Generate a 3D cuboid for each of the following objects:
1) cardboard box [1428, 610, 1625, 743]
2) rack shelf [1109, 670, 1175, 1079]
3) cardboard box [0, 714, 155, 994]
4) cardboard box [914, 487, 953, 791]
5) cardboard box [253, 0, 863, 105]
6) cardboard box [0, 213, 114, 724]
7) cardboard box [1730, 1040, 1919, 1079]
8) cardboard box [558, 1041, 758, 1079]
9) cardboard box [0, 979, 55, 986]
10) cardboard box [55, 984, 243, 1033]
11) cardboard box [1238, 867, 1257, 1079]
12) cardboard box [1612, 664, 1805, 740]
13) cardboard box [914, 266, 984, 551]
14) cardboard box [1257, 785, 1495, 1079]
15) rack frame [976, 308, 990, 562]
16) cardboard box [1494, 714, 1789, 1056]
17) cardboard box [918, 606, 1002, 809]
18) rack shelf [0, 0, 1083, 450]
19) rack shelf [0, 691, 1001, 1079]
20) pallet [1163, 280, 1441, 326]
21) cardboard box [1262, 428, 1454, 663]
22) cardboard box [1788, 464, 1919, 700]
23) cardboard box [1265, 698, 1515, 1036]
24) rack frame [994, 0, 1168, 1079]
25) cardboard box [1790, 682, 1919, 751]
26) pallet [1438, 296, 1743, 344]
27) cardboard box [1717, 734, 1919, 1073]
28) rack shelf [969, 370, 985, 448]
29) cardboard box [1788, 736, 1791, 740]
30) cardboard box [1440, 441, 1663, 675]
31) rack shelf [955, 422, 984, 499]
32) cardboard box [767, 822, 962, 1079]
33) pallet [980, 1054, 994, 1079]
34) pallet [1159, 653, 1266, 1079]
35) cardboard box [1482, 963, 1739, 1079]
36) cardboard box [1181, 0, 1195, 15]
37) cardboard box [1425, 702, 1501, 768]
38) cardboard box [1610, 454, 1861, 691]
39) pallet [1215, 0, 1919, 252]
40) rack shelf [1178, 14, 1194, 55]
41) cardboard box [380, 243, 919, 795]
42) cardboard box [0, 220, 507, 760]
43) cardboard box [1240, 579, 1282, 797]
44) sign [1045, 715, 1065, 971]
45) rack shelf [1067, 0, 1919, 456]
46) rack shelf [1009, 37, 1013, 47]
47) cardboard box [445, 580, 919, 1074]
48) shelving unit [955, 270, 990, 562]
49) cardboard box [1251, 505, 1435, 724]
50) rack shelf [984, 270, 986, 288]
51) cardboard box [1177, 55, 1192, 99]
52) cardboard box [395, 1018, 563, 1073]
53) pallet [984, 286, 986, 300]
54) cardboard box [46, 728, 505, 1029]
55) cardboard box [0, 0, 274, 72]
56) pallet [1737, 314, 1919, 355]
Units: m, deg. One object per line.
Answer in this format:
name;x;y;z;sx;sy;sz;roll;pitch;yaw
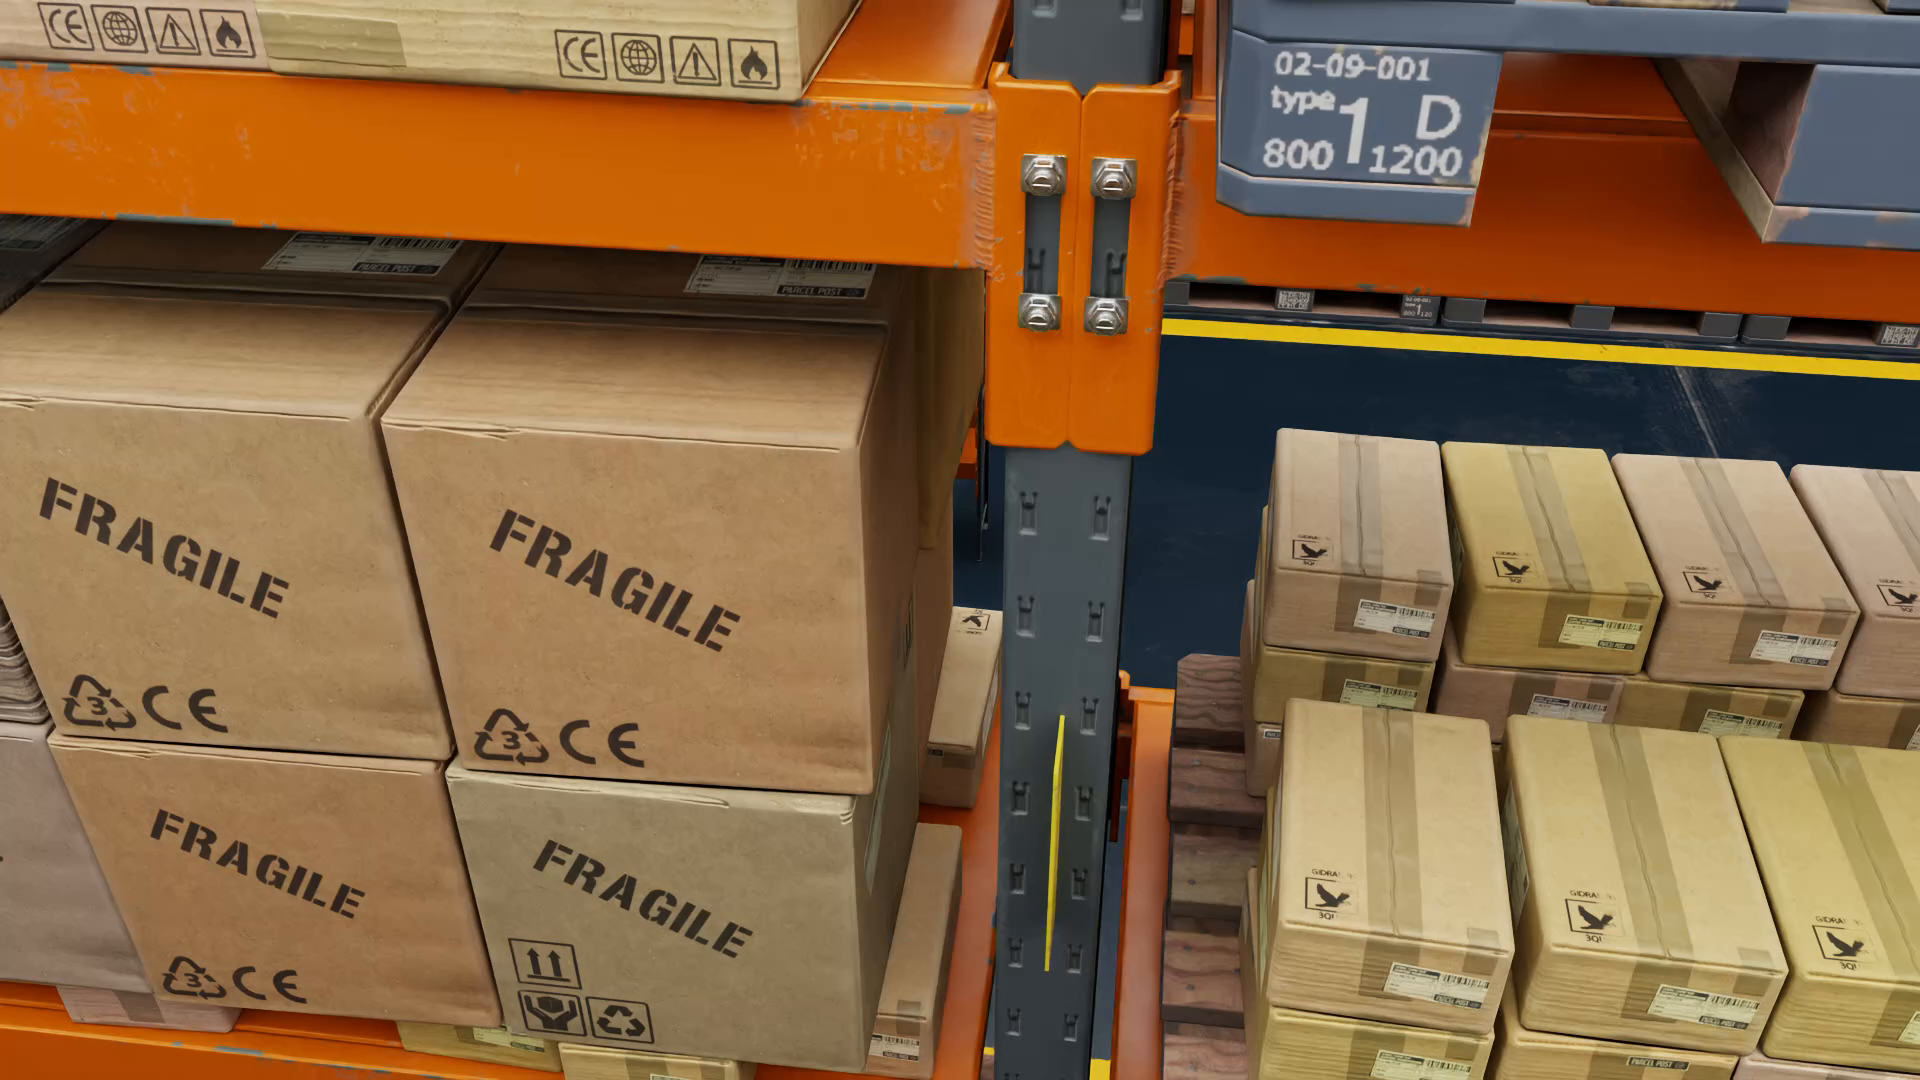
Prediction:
cardboard box;0.853;0.138;2.573;0.250;0.149;0.380;4;36;6
rack shelf;2.155;0.834;2.618;4.000;0.370;1.077;4;36;6
cardboard box;-1.353;0.282;2.431;0.500;0.500;0.500;4;36;6
cardboard box;-0.288;0.050;2.756;0.500;0.500;0.500;4;36;5
cardboard box;-0.350;-0.647;1.622;0.500;0.250;0.500;5;36;7
cardboard box;-1.349;-0.136;2.155;0.500;0.500;0.500;5;36;7
cardboard box;1.017;0.535;2.018;0.250;0.149;0.380;5;36;7
cardboard box;-0.411;0.653;2.469;0.250;0.149;0.380;3;36;5
cardboard box;-1.440;0.513;2.665;0.250;0.149;0.380;4;36;5
cardboard box;-1.195;0.563;2.596;0.250;0.149;0.380;3;36;4
cardboard box;0.503;0.619;2.156;0.250;0.149;0.380;3;36;4
cardboard box;1.098;0.158;2.545;0.250;0.149;0.380;6;36;8
cardboard box;-0.245;-0.349;2.454;0.500;0.500;0.500;5;36;7
cardboard box;0.503;0.498;2.069;0.250;0.149;0.380;5;36;7
rack frame;0.078;-0.483;5.393;0.015;1.200;0.240;4;36;6
cardboard box;0.781;0.394;1.959;0.250;0.149;0.380;5;36;7
cardboard box;-0.068;0.286;2.983;0.250;0.149;0.380;6;36;8
rack shelf;-1.813;-0.683;2.162;4.000;0.370;1.077;4;36;6
rack shelf;-1.813;0.538;3.033;4.000;0.370;1.077;4;36;6
pallet;1.476;-1.318;7.415;1.213;0.211;1.003;4;36;6
cardboard box;0.594;0.000;2.511;0.250;0.149;0.380;6;36;8
cardboard box;1.377;0.059;2.428;0.250;0.149;0.380;4;36;6
cardboard box;0.503;0.377;1.983;0.250;0.149;0.380;6;36;8
rack frame;0.171;0.395;2.614;0.053;2.616;0.949;4;36;6
cardboard box;1.370;0.176;2.520;0.250;0.149;0.380;3;36;4
pallet;2.690;-1.229;7.290;1.213;0.211;1.003;4;36;6
cardboard box;1.035;0.414;1.930;0.250;0.149;0.380;5;36;6
rack shelf;-0.164;-0.446;5.458;0.480;0.148;0.258;4;36;6
cardboard box;1.344;0.297;2.606;0.250;0.149;0.380;3;36;4
cardboard box;0.861;0.019;2.484;0.250;0.149;0.380;3;36;5
rack shelf;-0.164;-0.284;5.573;0.480;0.148;0.258;4;36;6
cardboard box;-0.142;0.609;2.530;0.250;0.149;0.380;4;36;5
pallet;-0.499;1.499;3.468;1.213;0.211;1.003;4;36;6
pallet;0.911;0.612;2.476;1.213;0.211;1.003;4;36;6
cardboard box;0.761;0.516;2.044;0.250;0.149;0.380;4;36;5
cardboard box;1.104;-2.221;6.408;0.500;0.250;0.500;3;36;5
cardboard box;0.848;0.259;2.660;0.250;0.149;0.380;4;36;6
cardboard box;1.117;0.039;2.455;0.250;0.149;0.380;3;36;4
pallet;0.770;-0.644;1.650;1.003;0.211;1.213;4;36;6
rack shelf;2.685;-2.026;6.625;4.000;0.370;1.077;4;36;6
cardboard box;-0.329;-0.054;2.041;0.500;0.500;0.500;3;36;4
cardboard box;-0.843;-0.090;2.091;0.500;0.500;0.500;3;36;4
cardboard box;0.590;0.240;2.686;0.250;0.149;0.380;3;36;5
sign;0.110;0.354;1.926;0.005;0.325;0.100;4;36;6
rack shelf;2.155;-0.387;1.747;4.000;0.370;1.077;4;36;6
rack shelf;-1.282;-2.322;7.040;4.000;0.370;1.077;4;36;6
cardboard box;-0.345;0.358;2.323;0.500;0.500;0.500;4;36;6
shelving unit;-0.164;-0.501;5.419;0.503;1.200;0.258;4;36;6
cardboard box;0.591;0.119;2.600;0.250;0.149;0.380;5;36;7
rack shelf;-0.164;-0.820;5.190;0.480;0.148;0.258;4;36;6
cardboard box;1.327;-1.773;7.119;0.875;0.875;0.875;5;36;7
cardboard box;-0.669;0.599;2.545;0.250;0.149;0.380;6;36;8
pallet;-0.043;-1.433;7.576;1.213;0.211;1.003;4;36;6
cardboard box;-0.859;0.319;2.378;0.500;0.500;0.500;3;36;5
cardboard box;-0.844;-0.691;1.683;0.500;0.250;0.500;4;36;6
pallet;3.896;-1.137;7.162;1.213;0.211;1.003;4;36;6
